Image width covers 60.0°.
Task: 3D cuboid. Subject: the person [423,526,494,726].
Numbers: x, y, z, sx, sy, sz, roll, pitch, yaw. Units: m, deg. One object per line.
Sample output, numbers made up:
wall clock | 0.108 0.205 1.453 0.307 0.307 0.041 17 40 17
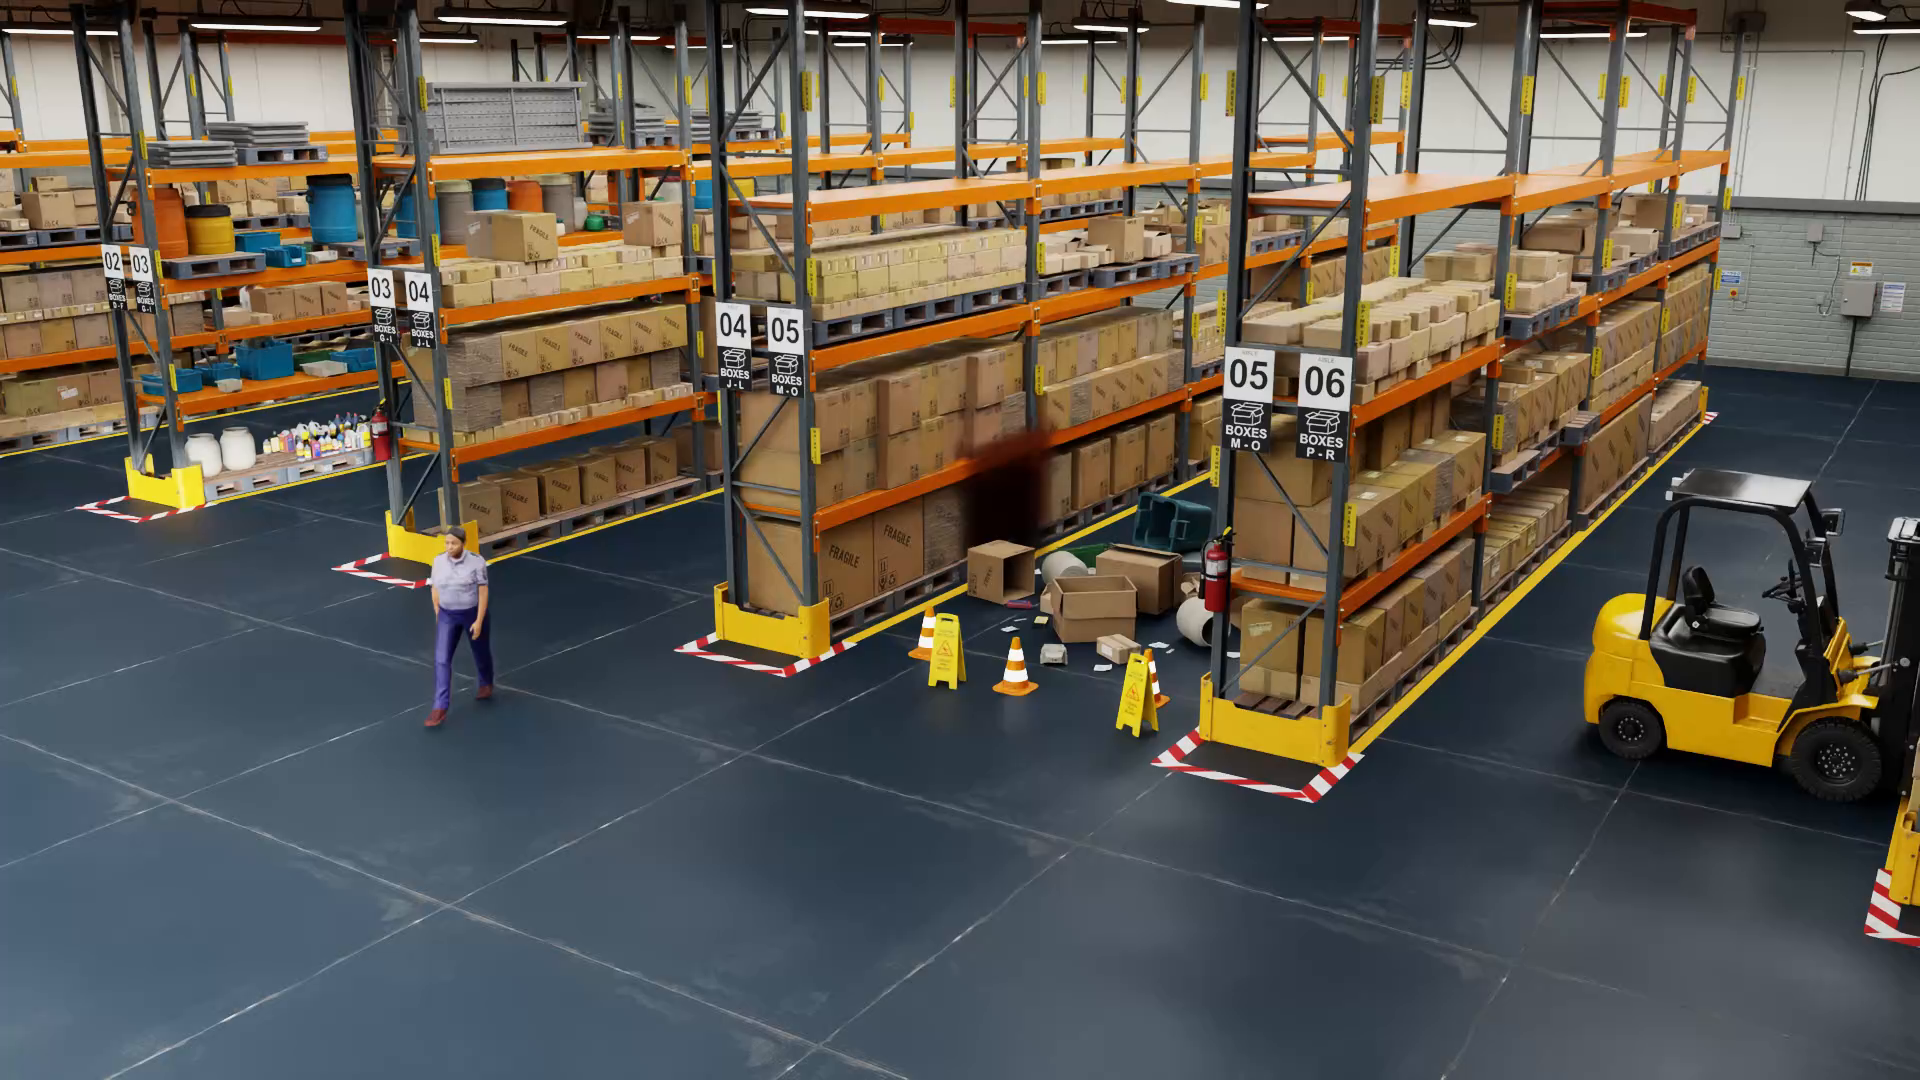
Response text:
person | -4.161 0.708 13.811 0.526 1.486 0.991 -2 16 -6

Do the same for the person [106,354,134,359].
person | -13.756 -3.002 27.138 0.397 1.509 1.011 6 16 19

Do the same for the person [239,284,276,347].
person | -13.040 -4.072 30.586 0.701 1.704 1.079 7 17 23
